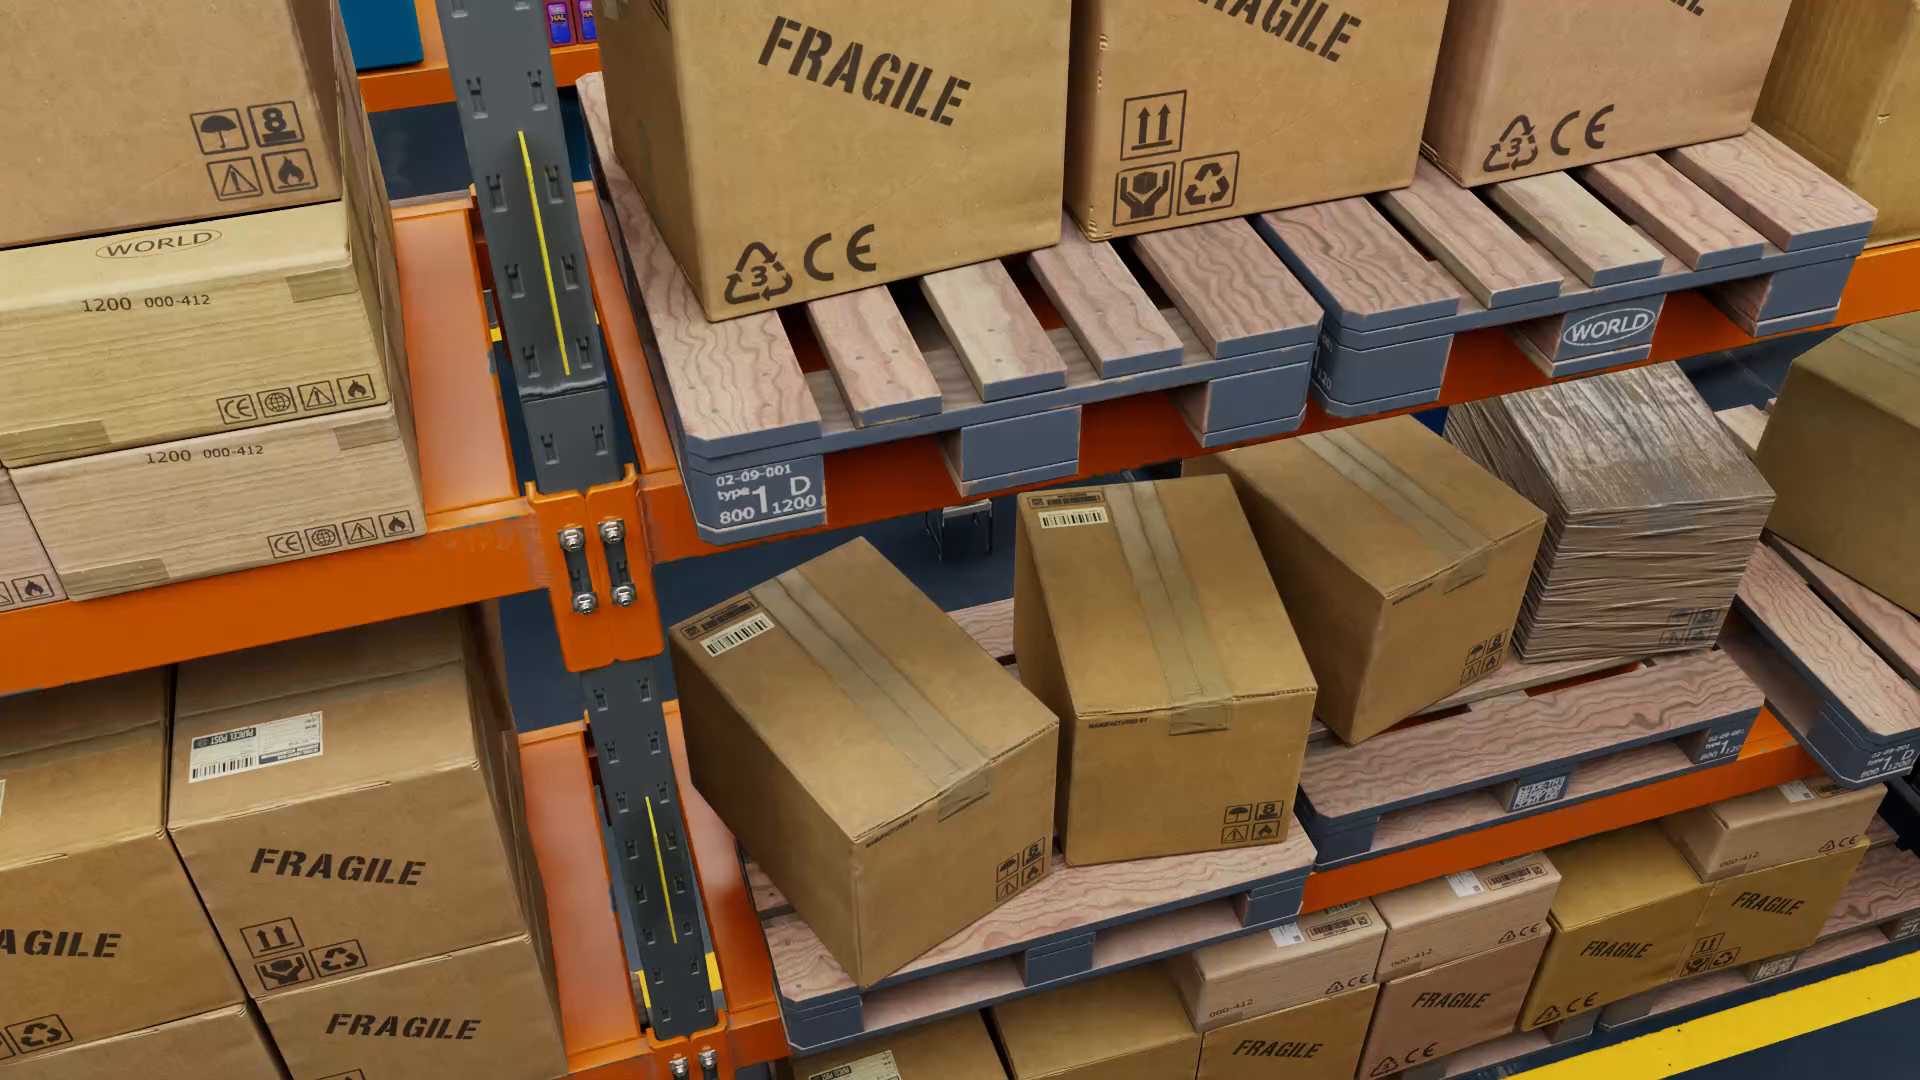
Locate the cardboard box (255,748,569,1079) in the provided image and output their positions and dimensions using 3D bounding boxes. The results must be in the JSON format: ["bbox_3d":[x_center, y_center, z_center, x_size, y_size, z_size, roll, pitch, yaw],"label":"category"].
[{"bbox_3d":[-1.128,0.827,3.447,0.500,0.500,0.500,-11,42,-12],"label":"cardboard box"}]

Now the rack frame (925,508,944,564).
[{"bbox_3d":[-0.105,-0.317,6.429,0.006,0.900,0.240,-12,42,-13],"label":"rack frame"}]

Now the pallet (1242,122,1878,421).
[{"bbox_3d":[0.904,-0.746,3.187,1.003,0.211,1.213,-12,42,-13],"label":"pallet"}]

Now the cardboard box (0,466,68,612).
[{"bbox_3d":[-1.592,-0.113,2.434,0.500,0.250,0.500,-12,42,-13],"label":"cardboard box"}]

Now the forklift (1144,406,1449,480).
[{"bbox_3d":[2.175,-1.735,6.509,3.031,2.935,1.130,-16,44,-18],"label":"forklift"}]

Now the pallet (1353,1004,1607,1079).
[{"bbox_3d":[1.202,1.227,5.185,1.213,0.211,1.003,-12,42,-13],"label":"pallet"}]

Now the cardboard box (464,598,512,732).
[{"bbox_3d":[-1.262,0.107,3.511,0.500,0.500,0.500,-11,42,-12],"label":"cardboard box"}]

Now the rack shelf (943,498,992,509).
[{"bbox_3d":[-0.008,-0.244,6.533,0.200,0.077,0.258,-12,42,-13],"label":"rack shelf"}]

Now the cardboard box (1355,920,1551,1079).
[{"bbox_3d":[1.273,1.132,4.740,0.500,0.500,0.500,-13,43,-15],"label":"cardboard box"}]

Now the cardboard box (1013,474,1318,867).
[{"bbox_3d":[0.428,0.280,3.754,0.500,0.500,0.700,-5,41,-6],"label":"cardboard box"}]

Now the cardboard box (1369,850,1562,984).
[{"bbox_3d":[1.239,0.858,4.483,0.500,0.250,0.500,-12,43,-14],"label":"cardboard box"}]

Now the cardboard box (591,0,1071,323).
[{"bbox_3d":[-0.225,-0.812,2.648,0.600,0.600,0.600,-16,43,-17],"label":"cardboard box"}]

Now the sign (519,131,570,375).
[{"bbox_3d":[-0.558,-0.380,2.233,0.005,0.325,0.100,-12,42,-13],"label":"sign"}]

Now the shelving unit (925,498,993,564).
[{"bbox_3d":[-0.008,-0.337,6.452,0.210,0.900,0.258,-12,42,-13],"label":"shelving unit"}]

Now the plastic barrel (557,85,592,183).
[{"bbox_3d":[-1.688,-1.969,8.000,0.708,0.901,0.600,-12,42,-13],"label":"plastic barrel"}]

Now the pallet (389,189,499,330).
[{"bbox_3d":[-2.902,-1.285,8.060,1.213,0.211,1.003,-12,42,-13],"label":"pallet"}]

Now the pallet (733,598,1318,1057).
[{"bbox_3d":[0.067,0.588,3.943,1.213,0.211,1.003,-12,42,-13],"label":"pallet"}]

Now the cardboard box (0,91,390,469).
[{"bbox_3d":[-1.110,-0.390,2.371,0.500,0.250,0.500,-12,42,-13],"label":"cardboard box"}]

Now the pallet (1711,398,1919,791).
[{"bbox_3d":[2.462,0.065,4.542,1.003,0.211,1.213,-12,42,-13],"label":"pallet"}]

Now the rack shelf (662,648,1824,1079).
[{"bbox_3d":[1.180,0.481,4.467,4.000,0.370,1.077,-12,42,-13],"label":"rack shelf"}]

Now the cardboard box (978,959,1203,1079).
[{"bbox_3d":[0.312,1.325,4.518,0.500,0.500,0.500,-11,42,-12],"label":"cardboard box"}]

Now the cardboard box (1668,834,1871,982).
[{"bbox_3d":[2.266,0.922,4.980,0.500,0.500,0.500,-10,42,-11],"label":"cardboard box"}]

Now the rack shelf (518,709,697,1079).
[{"bbox_3d":[-2.635,1.271,3.562,4.000,0.370,1.077,-12,42,-13],"label":"rack shelf"}]

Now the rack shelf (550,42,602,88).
[{"bbox_3d":[-0.305,-2.629,8.026,4.000,0.370,1.077,-12,42,-13],"label":"rack shelf"}]

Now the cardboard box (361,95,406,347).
[{"bbox_3d":[-1.266,-0.527,2.908,0.500,0.250,0.500,-12,42,-13],"label":"cardboard box"}]

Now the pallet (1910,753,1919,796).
[{"bbox_3d":[3.884,0.726,5.758,1.213,0.211,1.003,-12,42,-13],"label":"pallet"}]

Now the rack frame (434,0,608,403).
[{"bbox_3d":[-0.728,-1.654,1.804,0.127,3.000,1.000,-12,42,-13],"label":"rack frame"}]

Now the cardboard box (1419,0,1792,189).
[{"bbox_3d":[1.046,-1.077,2.952,0.600,0.600,0.600,-13,43,-15],"label":"cardboard box"}]

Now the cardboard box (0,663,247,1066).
[{"bbox_3d":[-1.620,0.556,2.998,0.500,0.500,0.500,-12,43,-14],"label":"cardboard box"}]

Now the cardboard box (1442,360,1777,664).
[{"bbox_3d":[1.591,-0.125,4.218,0.500,0.500,0.700,-4,41,-5],"label":"cardboard box"}]

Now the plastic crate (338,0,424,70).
[{"bbox_3d":[-2.555,-2.215,6.972,0.575,0.384,0.392,-12,42,-13],"label":"plastic crate"}]

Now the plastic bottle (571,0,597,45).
[{"bbox_3d":[-1.607,-2.291,7.182,0.133,0.283,0.061,-12,42,-13],"label":"plastic bottle"}]

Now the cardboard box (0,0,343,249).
[{"bbox_3d":[-1.180,-0.819,2.292,0.500,0.500,0.700,-12,42,-13],"label":"cardboard box"}]
